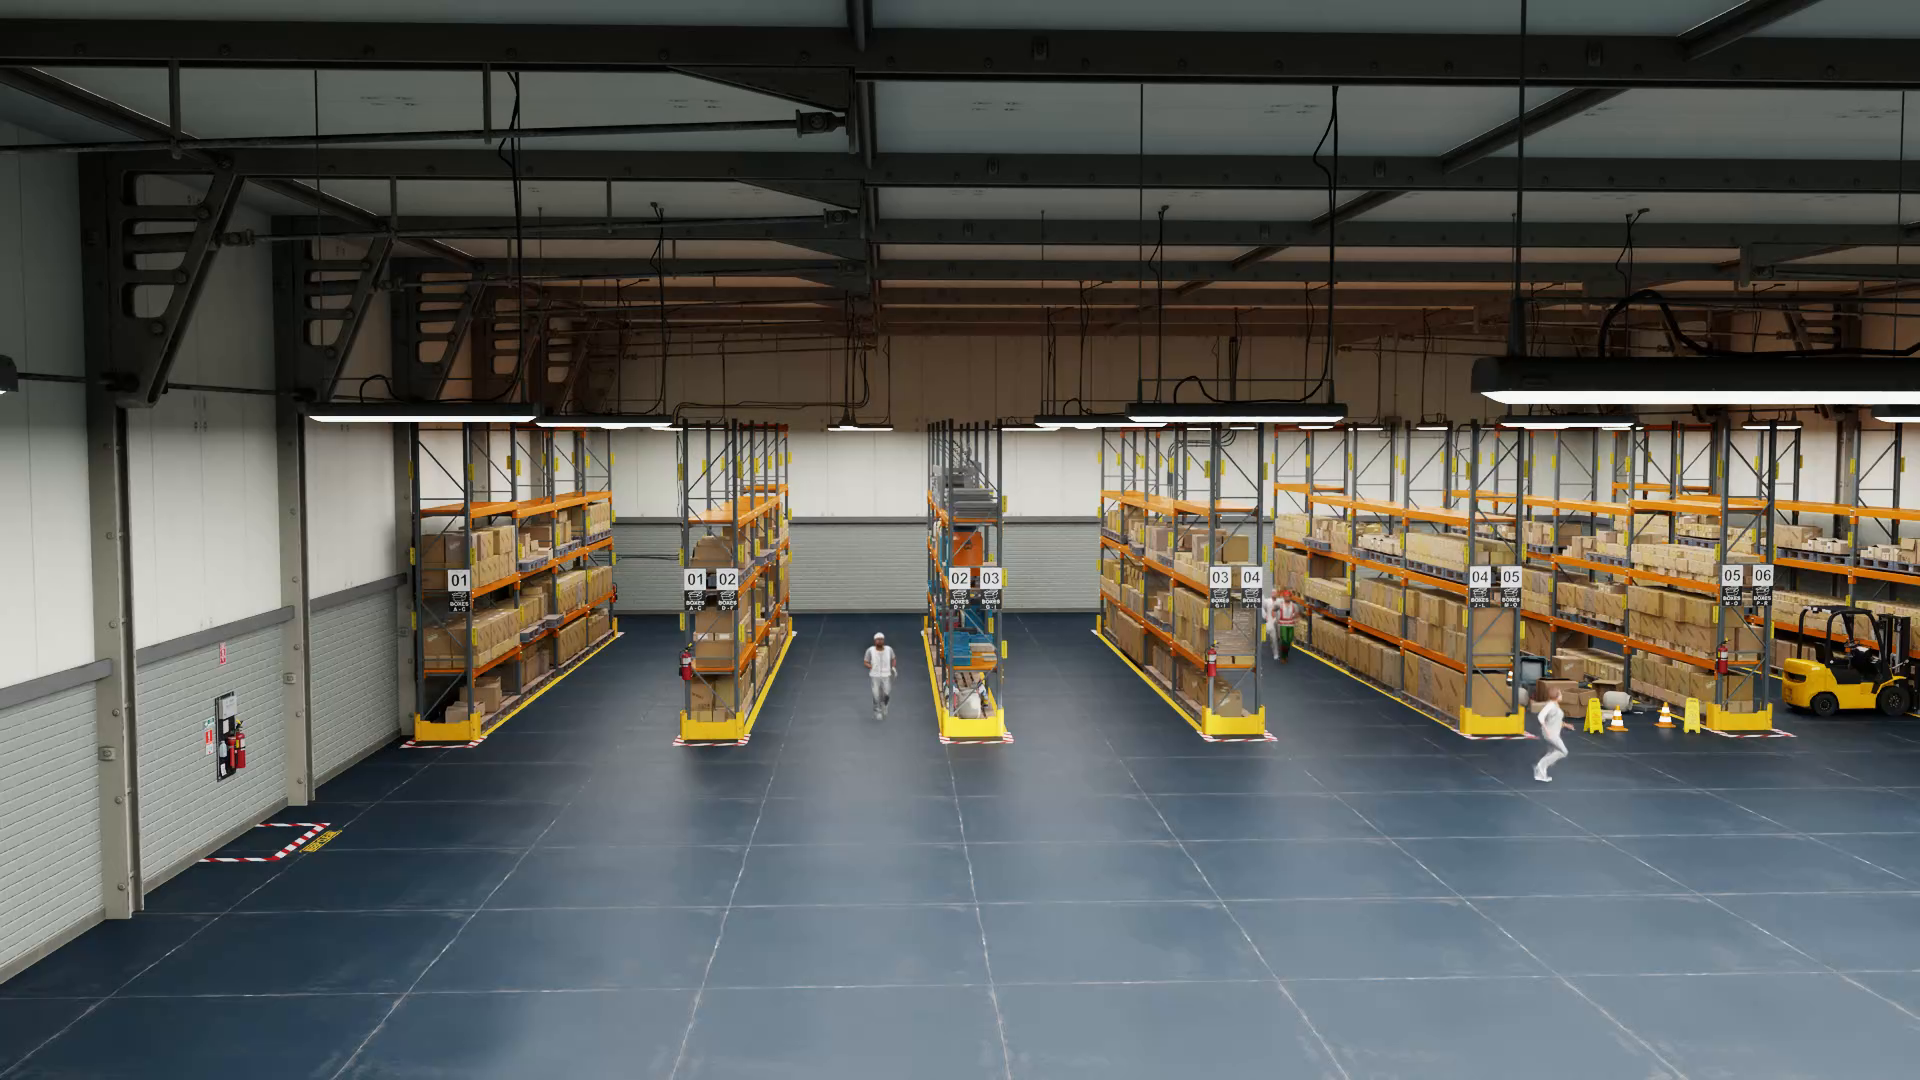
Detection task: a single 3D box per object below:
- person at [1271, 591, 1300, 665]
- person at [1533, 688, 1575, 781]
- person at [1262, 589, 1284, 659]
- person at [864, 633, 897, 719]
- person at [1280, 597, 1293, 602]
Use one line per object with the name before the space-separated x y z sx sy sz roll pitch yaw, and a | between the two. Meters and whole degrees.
person | 8.122 2.182 41.389 0.645 1.841 0.767 0 4 -8
person | 9.748 3.194 27.275 0.627 1.551 0.515 2 4 27
person | 8.070 2.141 42.757 0.703 1.757 0.990 0 4 -6
person | -1.575 2.724 33.133 0.673 1.739 0.602 -1 4 -9
person | 9.695 1.731 49.172 0.560 1.679 0.766 3 5 36
